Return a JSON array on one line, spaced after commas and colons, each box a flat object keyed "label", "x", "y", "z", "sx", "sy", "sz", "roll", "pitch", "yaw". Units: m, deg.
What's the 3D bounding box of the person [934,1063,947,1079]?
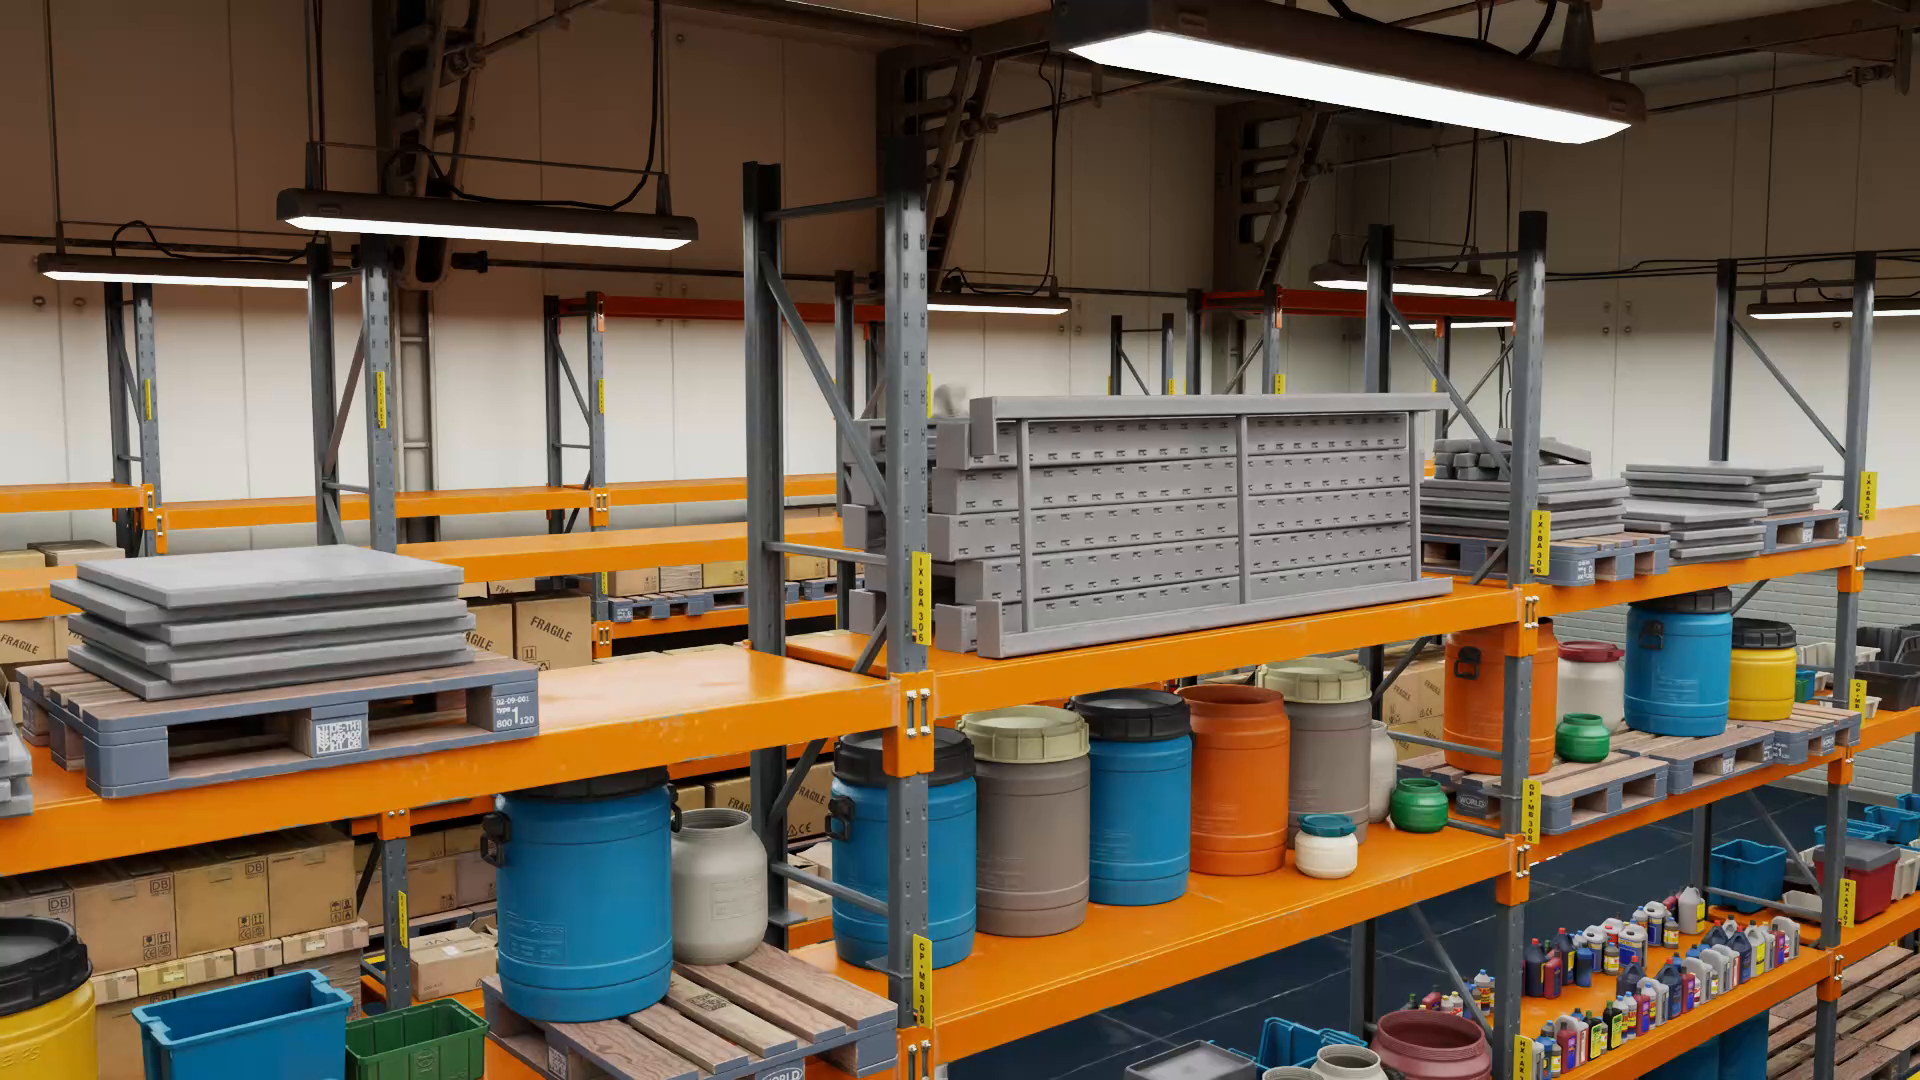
[{"label": "person", "x": -0.289, "y": 3.335, "z": 9.457, "sx": 0.684, "sy": 1.769, "sz": 1.004, "roll": 5, "pitch": 8, "yaw": 44}]
